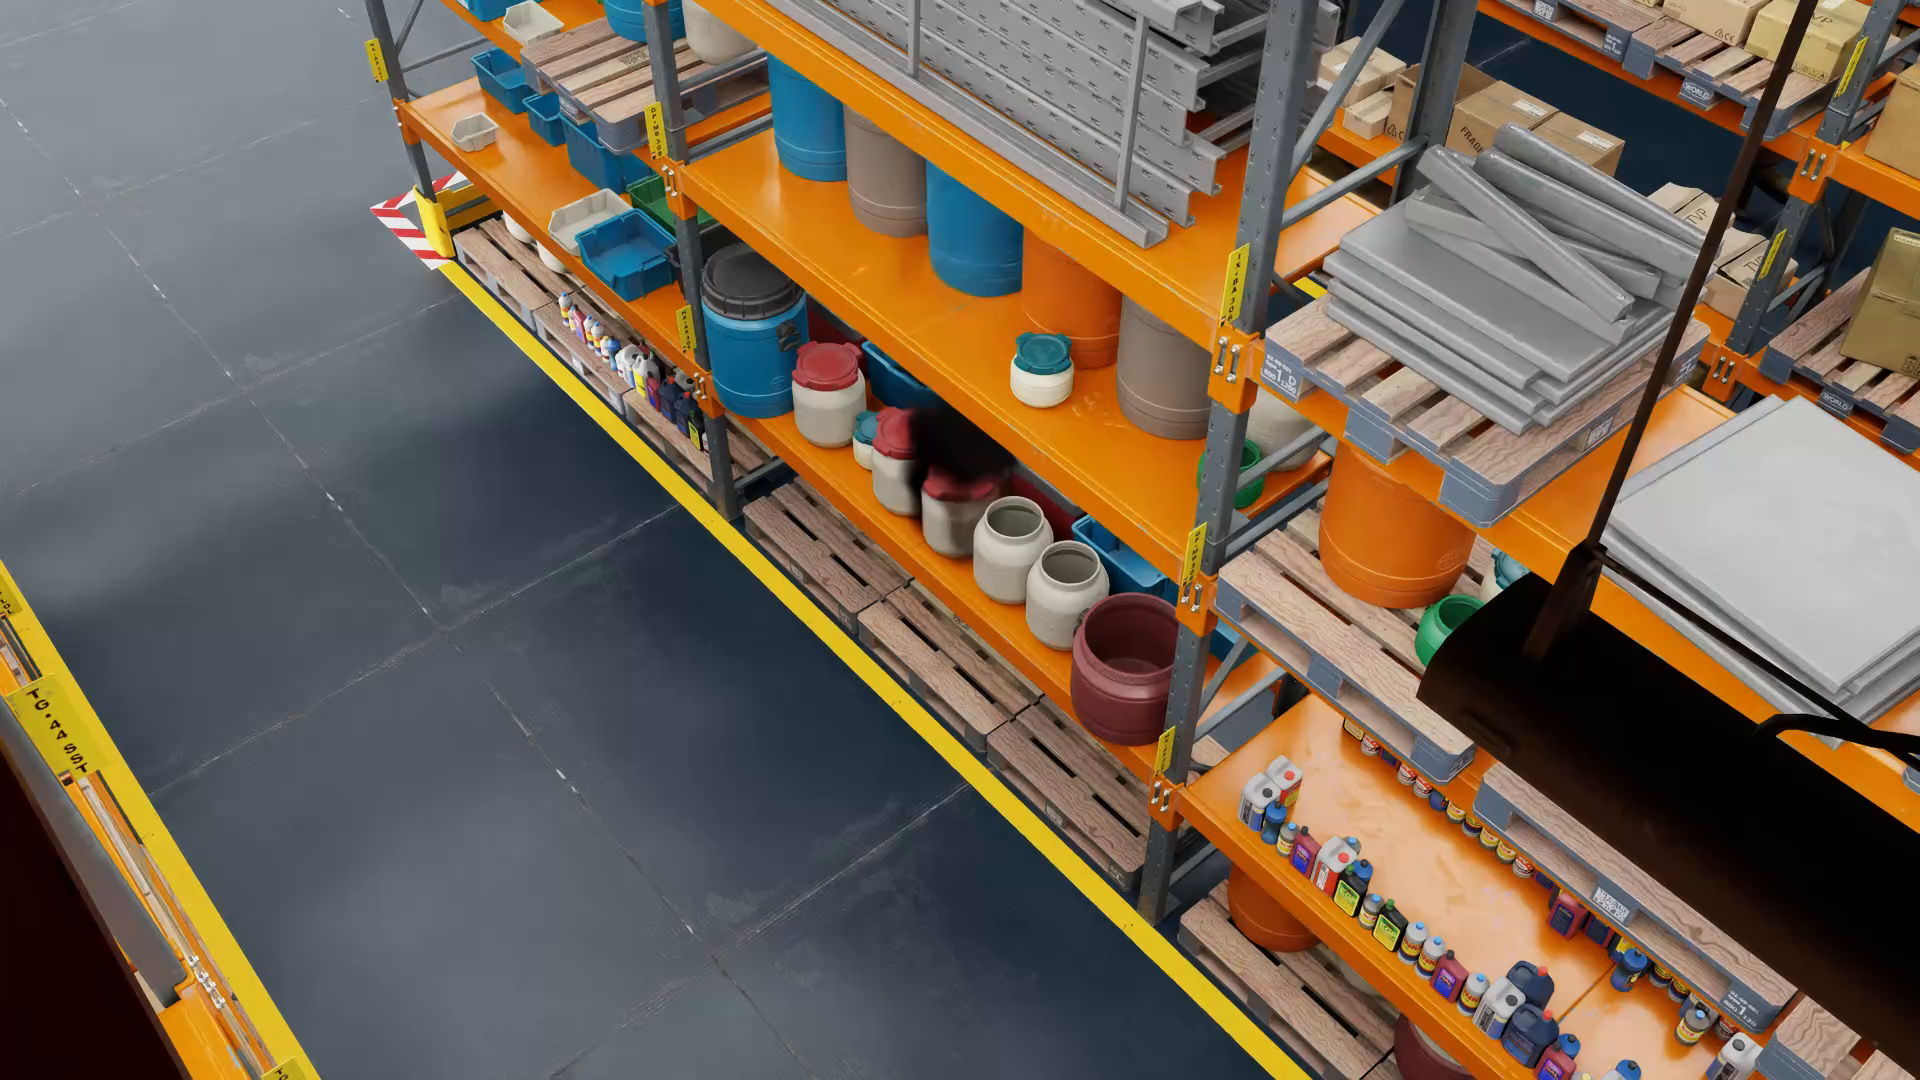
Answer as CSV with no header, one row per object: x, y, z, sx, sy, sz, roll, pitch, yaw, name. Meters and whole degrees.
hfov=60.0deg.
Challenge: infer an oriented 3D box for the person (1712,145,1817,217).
6.401,-3.166,12.798,0.880,1.765,0.711,35,56,29,person
